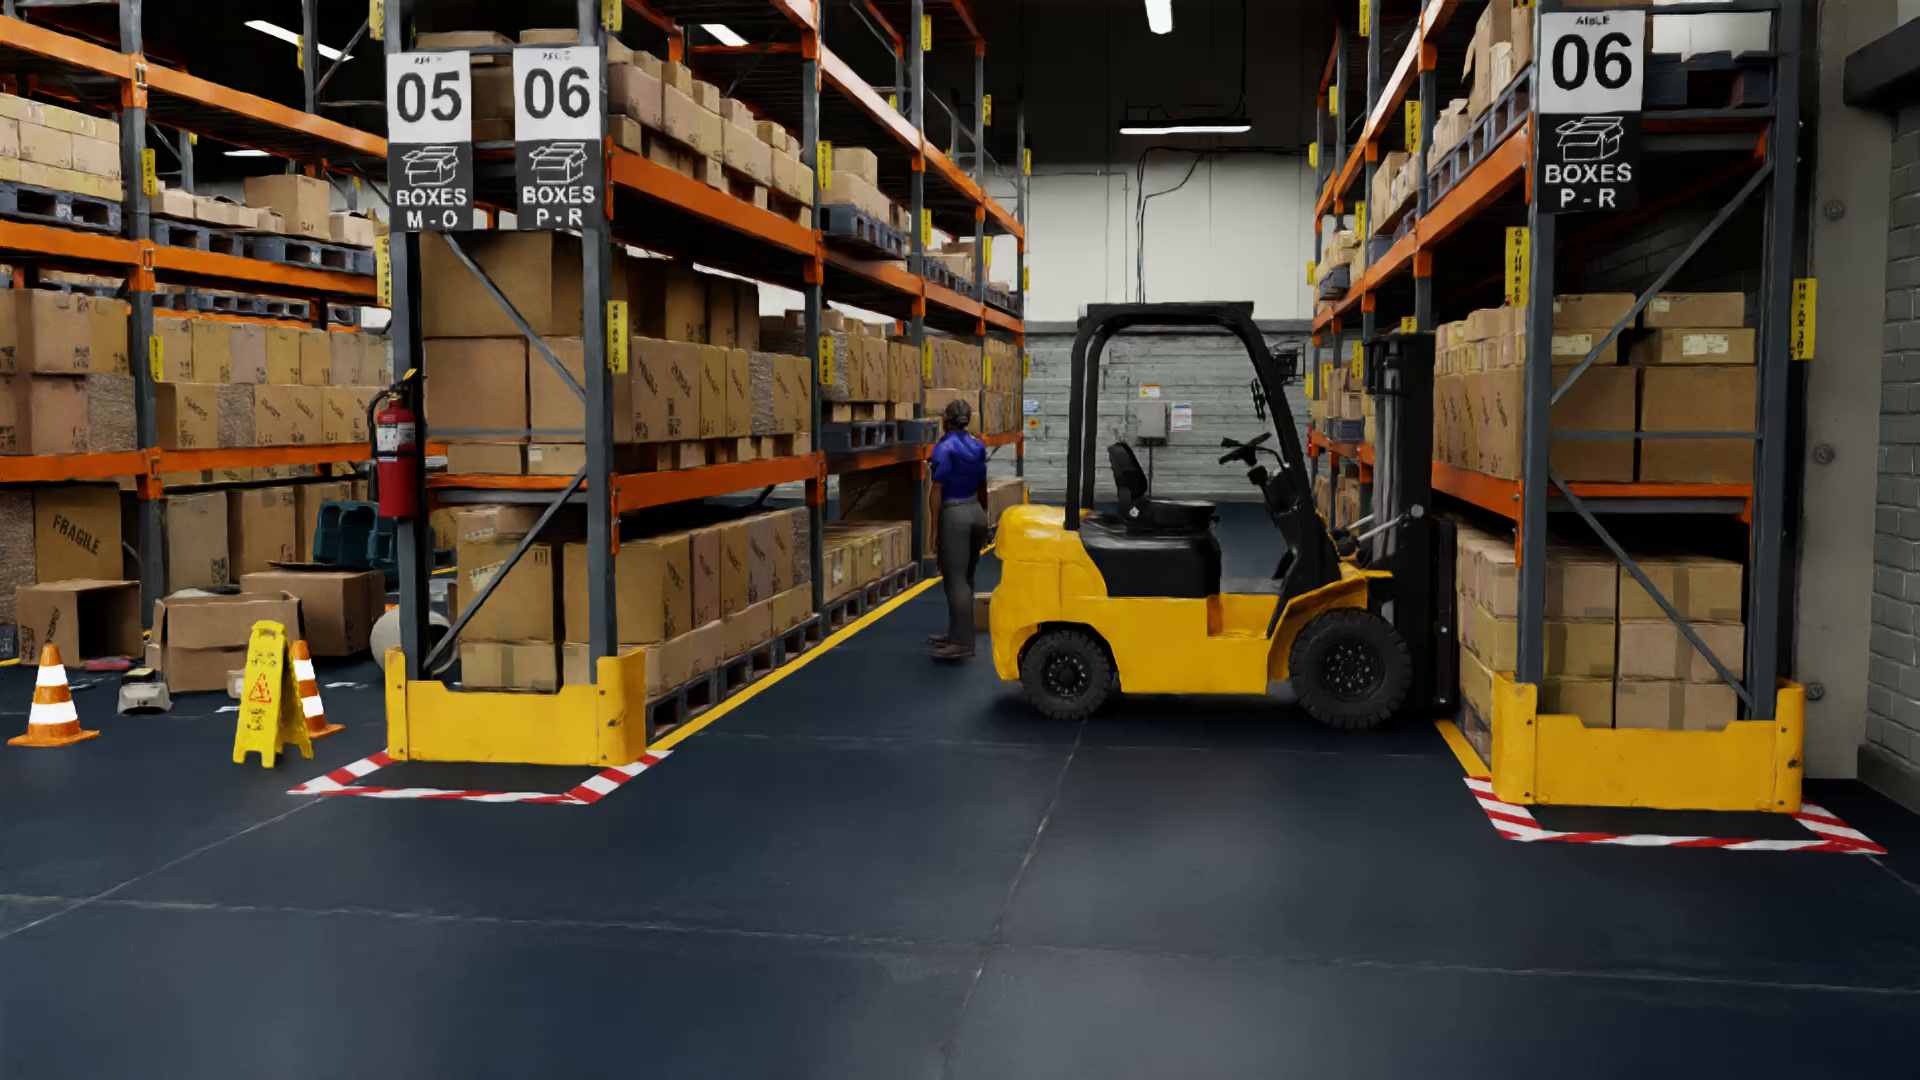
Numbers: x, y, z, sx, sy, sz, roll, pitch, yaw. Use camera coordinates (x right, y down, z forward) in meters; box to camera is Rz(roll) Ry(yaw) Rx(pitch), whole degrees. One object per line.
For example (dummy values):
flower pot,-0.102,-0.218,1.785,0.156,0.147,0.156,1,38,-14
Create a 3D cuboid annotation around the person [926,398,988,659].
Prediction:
person,-0.051,-0.090,10.784,0.562,1.656,0.629,4,6,38
